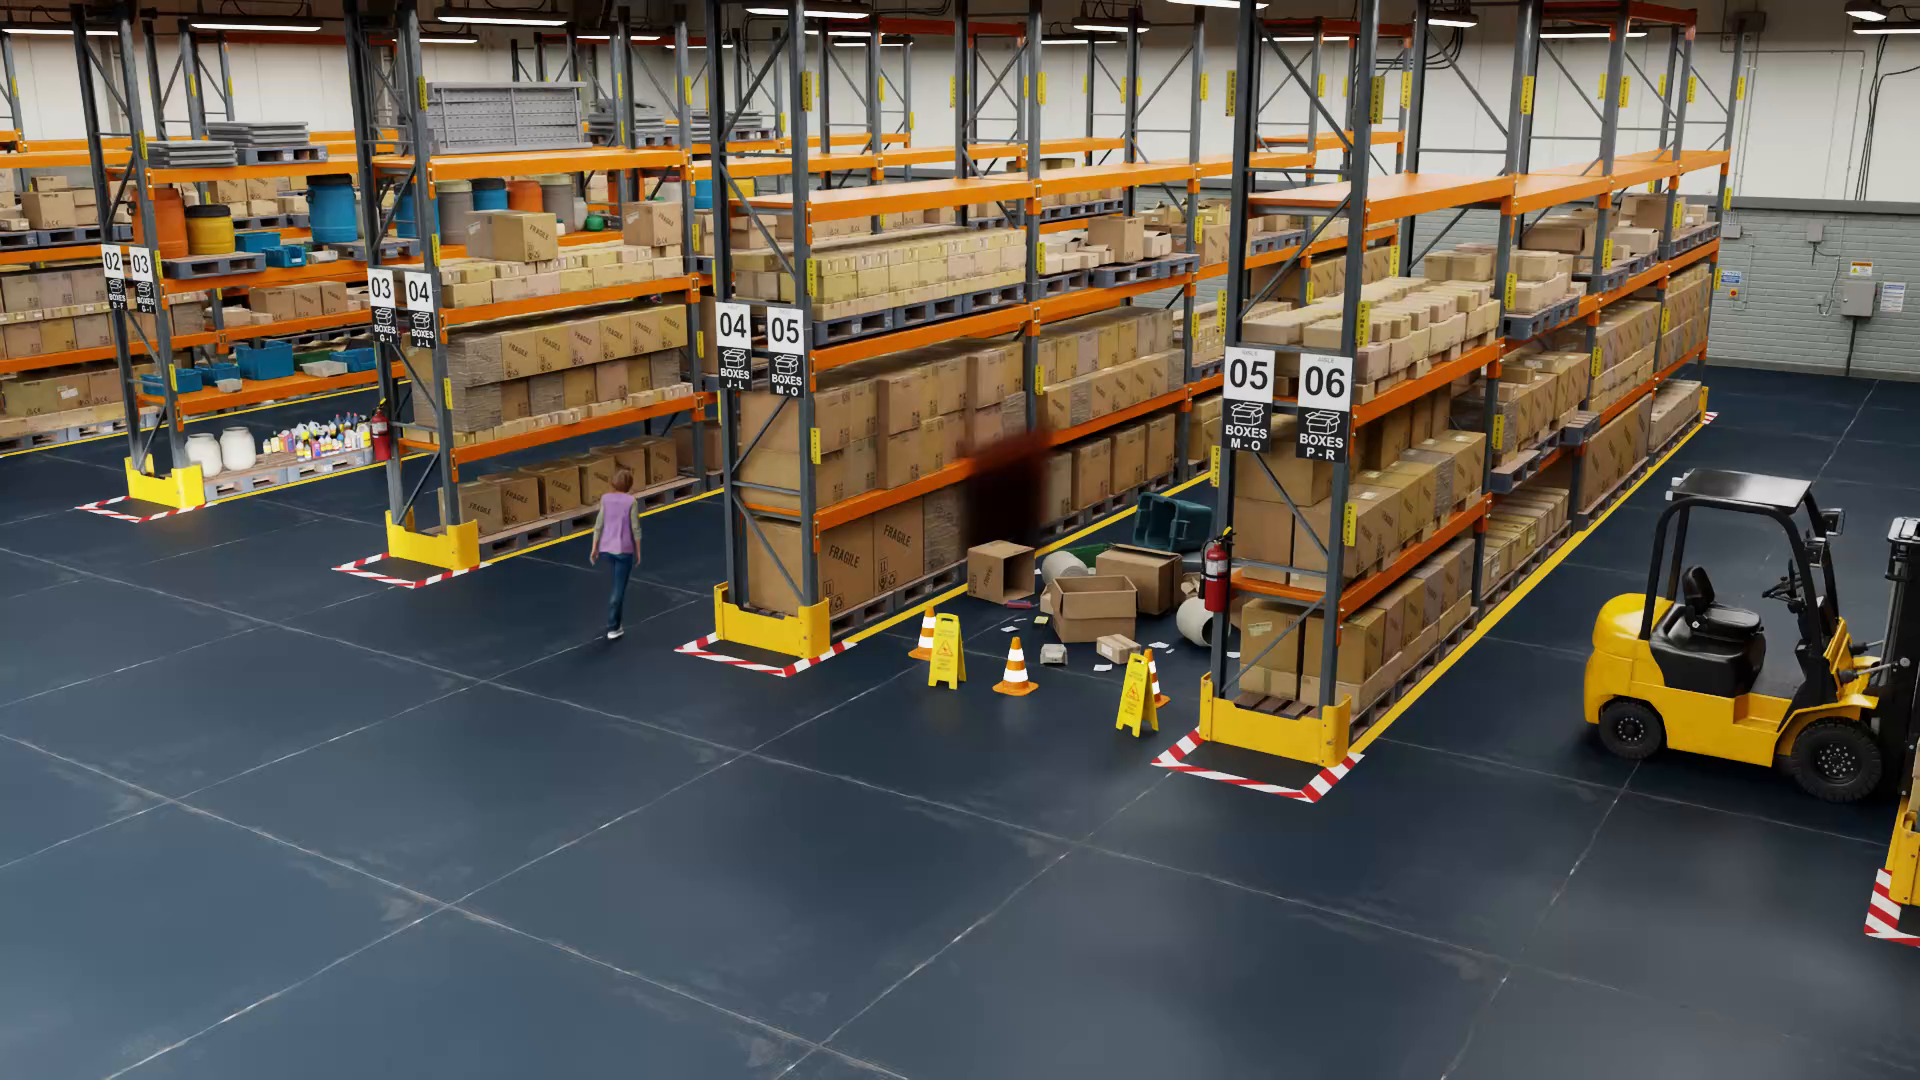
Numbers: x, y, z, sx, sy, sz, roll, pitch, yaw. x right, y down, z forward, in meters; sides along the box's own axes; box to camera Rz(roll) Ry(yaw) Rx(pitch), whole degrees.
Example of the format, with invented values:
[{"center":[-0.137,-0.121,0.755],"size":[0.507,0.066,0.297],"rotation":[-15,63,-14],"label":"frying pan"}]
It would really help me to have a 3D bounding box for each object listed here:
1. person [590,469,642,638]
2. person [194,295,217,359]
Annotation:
[{"center":[-3.246,0.108,15.848],"size":[0.464,1.557,0.725],"rotation":[3,16,10],"label":"person"},{"center":[-12.797,-3.348,28.207],"size":[0.472,1.604,0.983],"rotation":[7,17,23],"label":"person"}]
